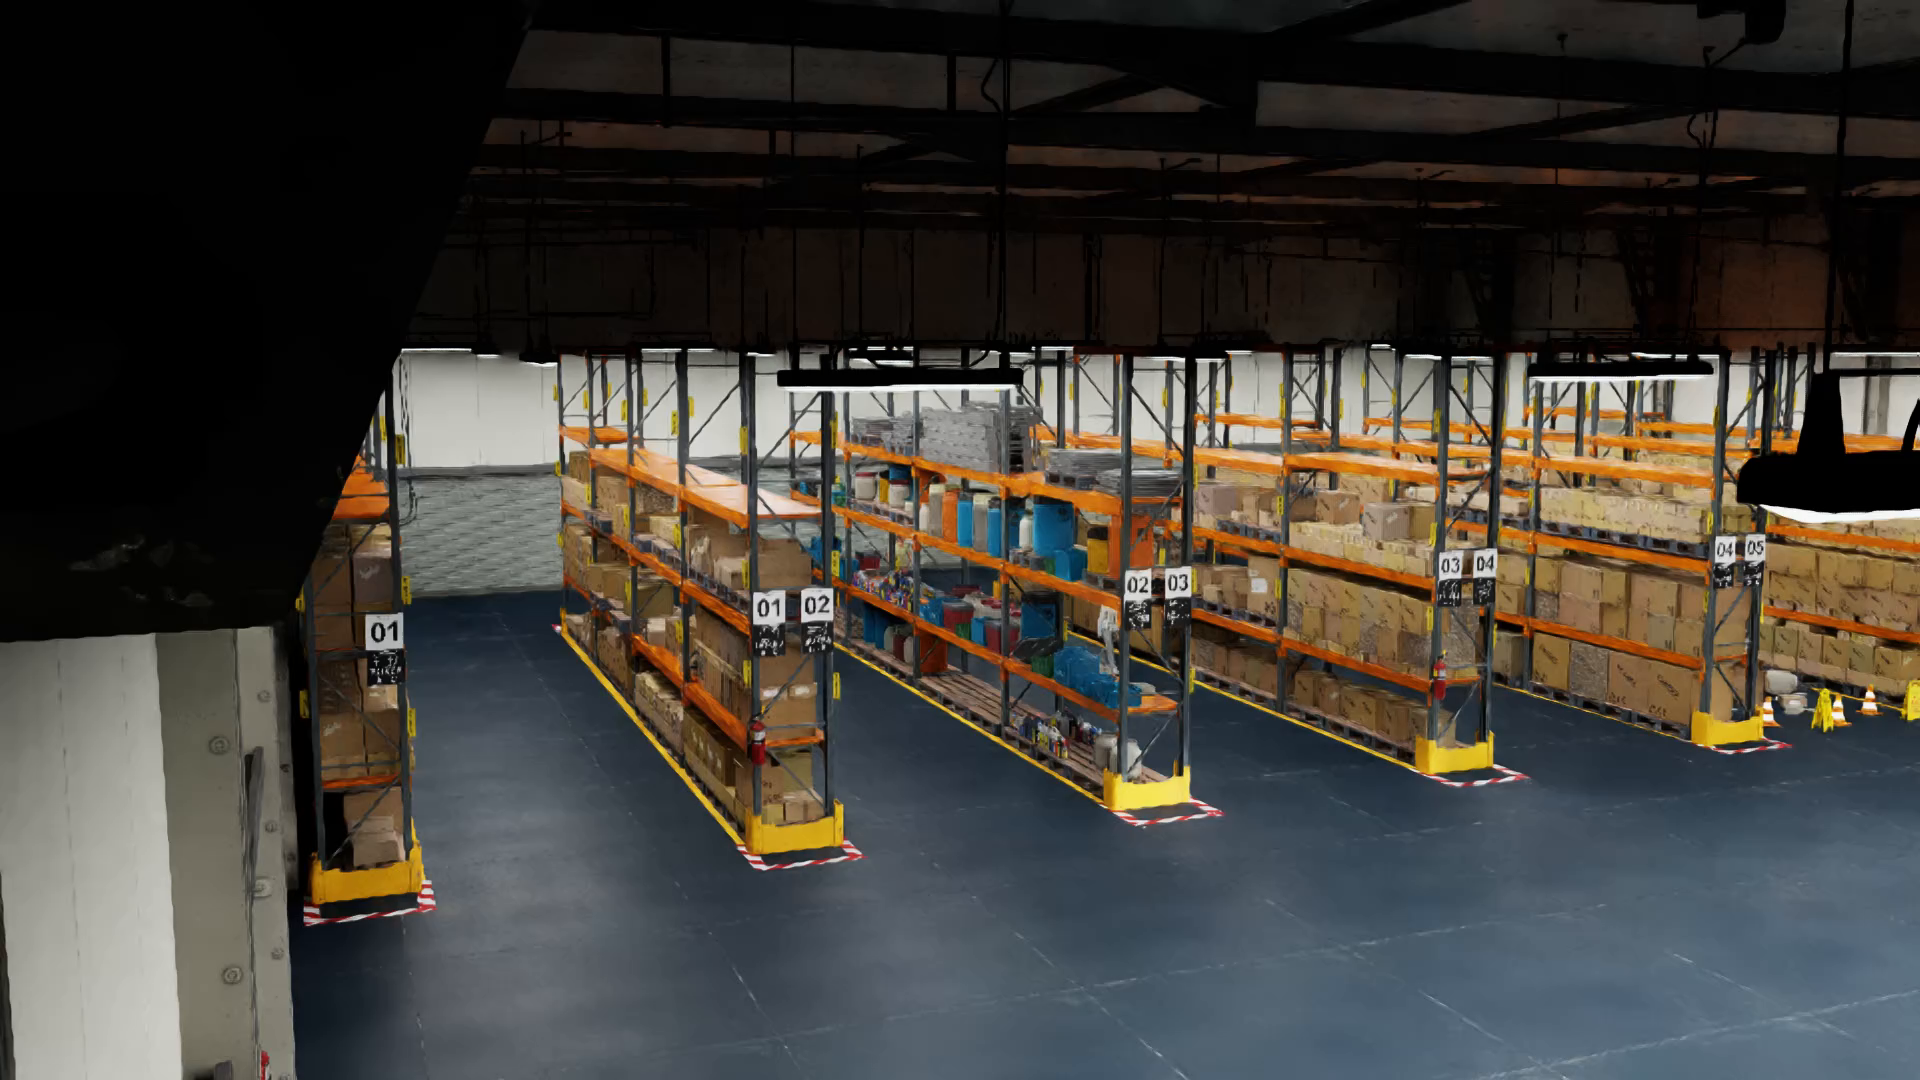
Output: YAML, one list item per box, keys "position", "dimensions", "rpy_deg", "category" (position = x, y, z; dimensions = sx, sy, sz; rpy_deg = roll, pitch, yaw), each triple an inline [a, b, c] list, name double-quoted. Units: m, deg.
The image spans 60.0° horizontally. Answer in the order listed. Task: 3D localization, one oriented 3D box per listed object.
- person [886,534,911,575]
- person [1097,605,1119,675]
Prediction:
- position: [-1.429, 0.607, 38.839]
  dimensions: [0.598, 1.618, 0.506]
  rpy_deg: [-3, 8, -24]
  category: "person"
- position: [2.814, 1.635, 30.660]
  dimensions: [0.488, 1.590, 1.079]
  rpy_deg: [-3, 8, -23]
  category: "person"
